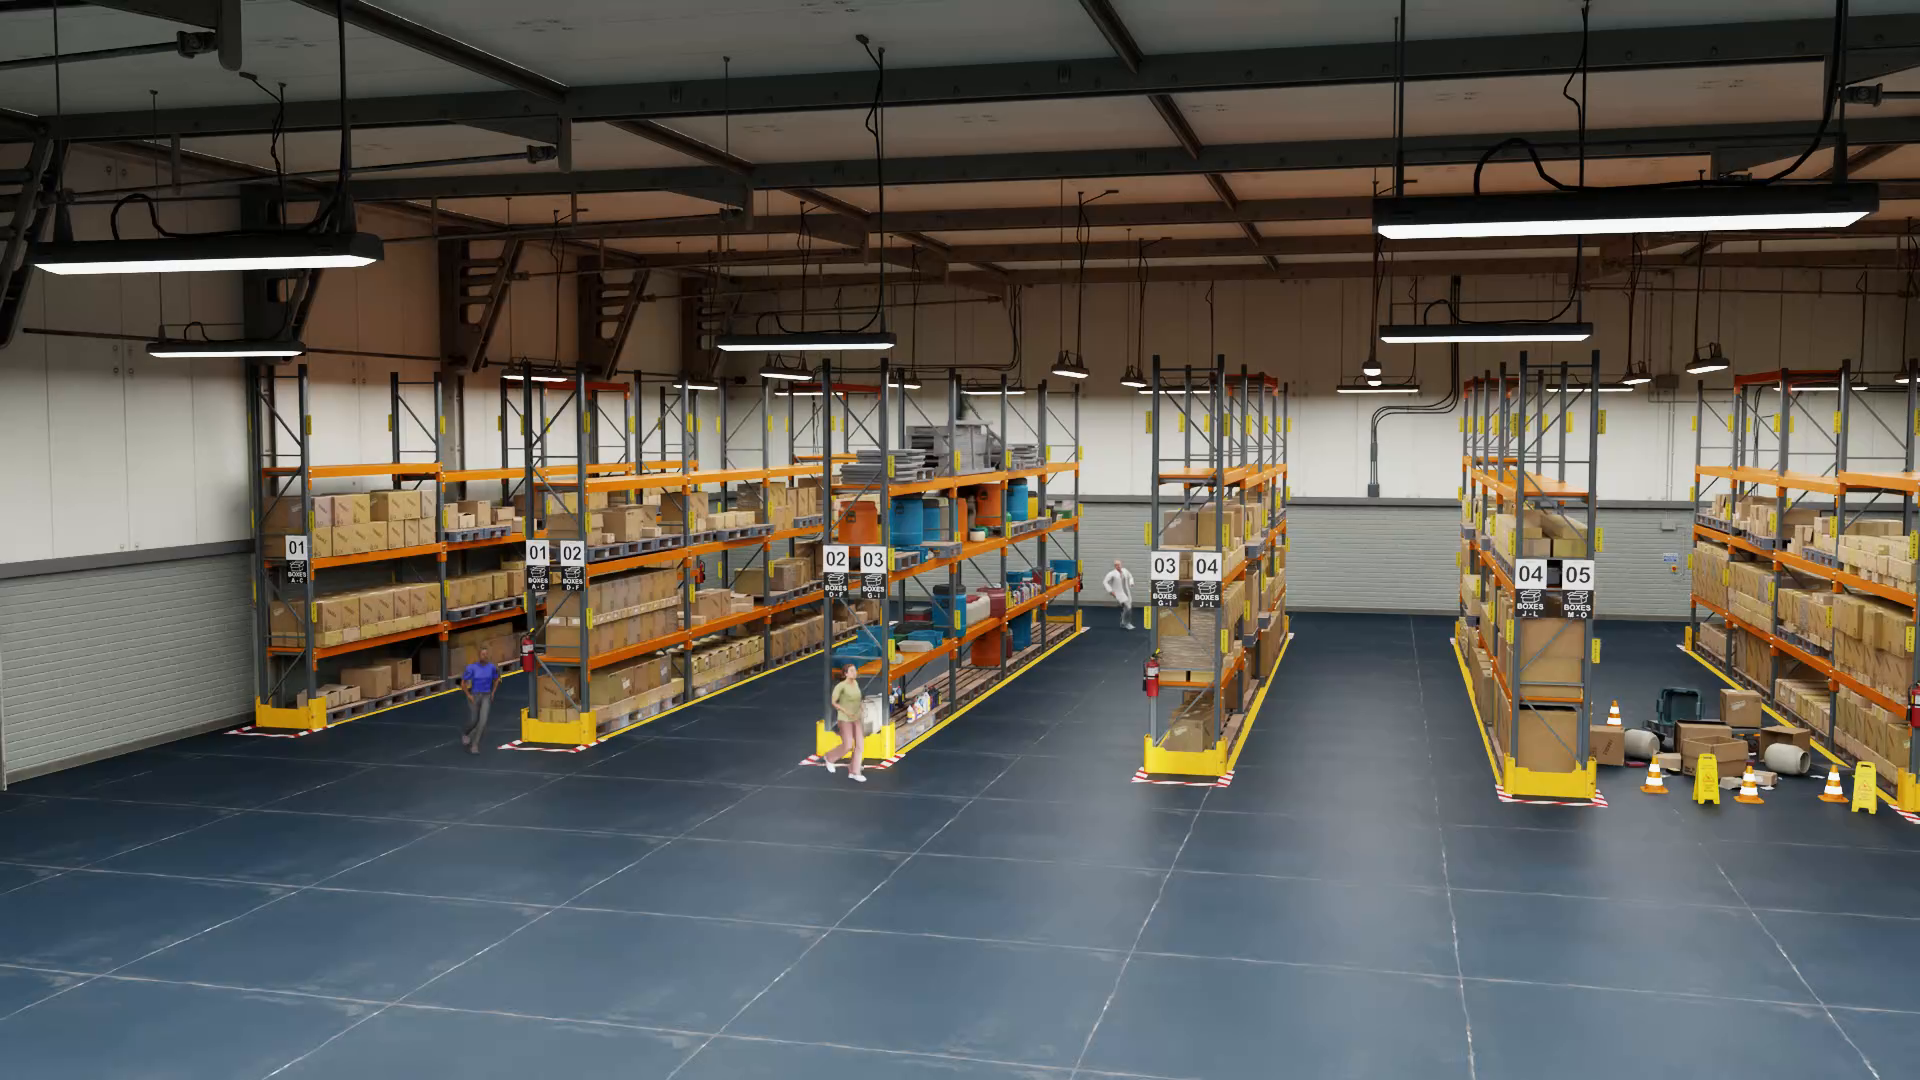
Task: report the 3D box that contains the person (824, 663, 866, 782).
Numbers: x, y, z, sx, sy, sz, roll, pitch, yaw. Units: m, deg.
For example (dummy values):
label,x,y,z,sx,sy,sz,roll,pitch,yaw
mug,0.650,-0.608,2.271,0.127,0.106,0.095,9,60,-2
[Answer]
label,x,y,z,sx,sy,sz,roll,pitch,yaw
person,-1.600,2.562,23.572,0.739,1.654,0.603,3,5,40

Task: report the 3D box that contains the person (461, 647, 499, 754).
label,x,y,z,sx,sy,sz,roll,pitch,yaw
person,-7.399,2.447,25.640,0.597,1.612,0.583,-3,5,-34

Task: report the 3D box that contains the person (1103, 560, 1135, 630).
label,x,y,z,sx,sy,sz,roll,pitch,yaw
person,3.941,1.351,40.731,0.782,1.736,0.672,-3,5,-33
